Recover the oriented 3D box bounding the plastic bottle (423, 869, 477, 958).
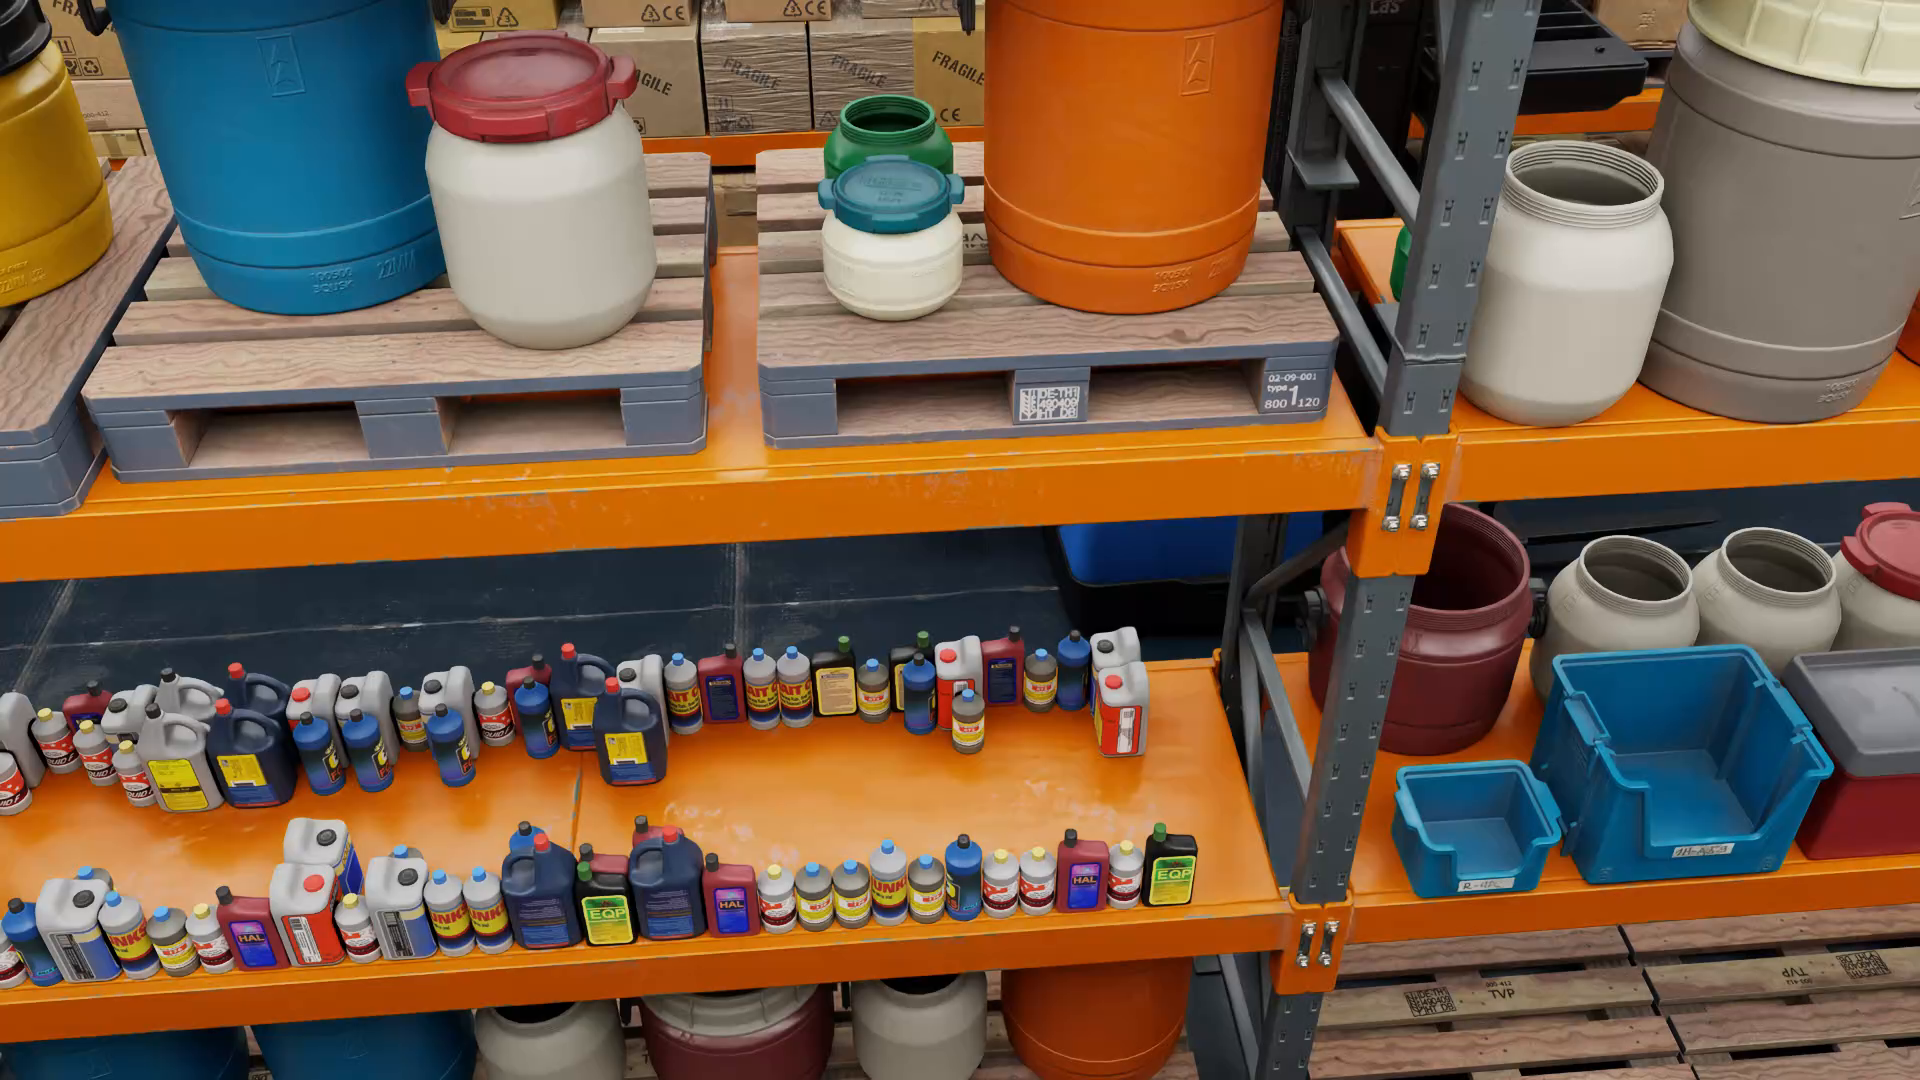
[{"bbox_3d":[-1.304,0.941,4.240,0.097,0.271,0.097,0,38,0],"label":"plastic bottle"}]

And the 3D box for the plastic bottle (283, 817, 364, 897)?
[{"bbox_3d":[-1.666,0.847,4.355,0.135,0.276,0.152,-3,38,-4],"label":"plastic bottle"}]

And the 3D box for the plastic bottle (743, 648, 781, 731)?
[{"bbox_3d":[-0.583,0.429,4.888,0.097,0.271,0.097,0,38,0],"label":"plastic bottle"}]

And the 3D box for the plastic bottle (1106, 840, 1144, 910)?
[{"bbox_3d":[0.433,0.873,4.383,0.097,0.201,0.097,0,38,0],"label":"plastic bottle"}]

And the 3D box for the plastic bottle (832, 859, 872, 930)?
[{"bbox_3d":[-0.282,0.912,4.333,0.097,0.201,0.097,0,38,0],"label":"plastic bottle"}]

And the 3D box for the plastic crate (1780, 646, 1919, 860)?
[{"bbox_3d":[2.551,0.589,4.530,0.583,0.464,0.402,-3,38,-4],"label":"plastic crate"}]

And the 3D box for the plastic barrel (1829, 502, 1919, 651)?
[{"bbox_3d":[2.765,0.222,4.937,0.433,0.535,0.433,0,38,0],"label":"plastic barrel"}]

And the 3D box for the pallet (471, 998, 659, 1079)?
[{"bbox_3d":[-1.079,1.743,5.371,1.213,0.211,1.003,-3,38,-4],"label":"pallet"}]

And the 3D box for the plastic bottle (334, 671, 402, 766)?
[{"bbox_3d":[-1.705,0.506,4.787,0.135,0.276,0.152,-3,38,-4],"label":"plastic bottle"}]

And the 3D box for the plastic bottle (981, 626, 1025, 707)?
[{"bbox_3d":[0.124,0.374,4.949,0.133,0.283,0.061,-3,38,-4],"label":"plastic bottle"}]

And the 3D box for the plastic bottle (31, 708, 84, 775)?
[{"bbox_3d":[-2.593,0.567,4.770,0.097,0.201,0.097,0,38,0],"label":"plastic bottle"}]

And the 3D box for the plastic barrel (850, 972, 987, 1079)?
[{"bbox_3d":[-0.126,1.449,5.161,0.421,0.512,0.421,0,38,0],"label":"plastic barrel"}]

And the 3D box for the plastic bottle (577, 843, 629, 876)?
[{"bbox_3d":[-0.911,0.888,4.297,0.133,0.283,0.061,-3,38,-4],"label":"plastic bottle"}]

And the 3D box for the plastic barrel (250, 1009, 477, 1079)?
[{"bbox_3d":[-1.821,1.334,4.992,0.708,0.901,0.600,-3,38,-4],"label":"plastic barrel"}]

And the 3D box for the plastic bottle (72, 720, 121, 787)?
[{"bbox_3d":[-2.454,0.597,4.732,0.097,0.201,0.097,0,38,0],"label":"plastic bottle"}]

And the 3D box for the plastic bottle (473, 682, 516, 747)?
[{"bbox_3d":[-1.361,0.499,4.856,0.097,0.201,0.097,0,38,0],"label":"plastic bottle"}]

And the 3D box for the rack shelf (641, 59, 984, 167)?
[{"bbox_3d":[-1.516,-2.150,8.634,4.000,0.370,1.077,-3,38,-4],"label":"rack shelf"}]

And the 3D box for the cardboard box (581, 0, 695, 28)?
[{"bbox_3d":[-1.571,-2.870,8.075,0.637,0.503,0.797,-2,38,-3],"label":"cardboard box"}]

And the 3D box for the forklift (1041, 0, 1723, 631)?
[{"bbox_3d":[1.907,-1.151,6.842,3.031,2.935,1.130,-5,39,-6],"label":"forklift"}]

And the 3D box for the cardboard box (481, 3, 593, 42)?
[{"bbox_3d":[-2.029,-2.288,8.147,0.500,0.500,0.500,-4,38,-5],"label":"cardboard box"}]

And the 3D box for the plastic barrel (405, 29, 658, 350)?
[{"bbox_3d":[-0.838,-0.691,3.334,0.433,0.535,0.433,0,38,0],"label":"plastic barrel"}]

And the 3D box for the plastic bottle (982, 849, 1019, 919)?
[{"bbox_3d":[0.106,0.891,4.360,0.097,0.201,0.097,0,38,0],"label":"plastic bottle"}]

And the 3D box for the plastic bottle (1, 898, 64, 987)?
[{"bbox_3d":[-2.323,0.997,4.169,0.097,0.271,0.097,0,38,0],"label":"plastic bottle"}]

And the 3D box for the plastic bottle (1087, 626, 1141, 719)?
[{"bbox_3d":[0.455,0.387,4.938,0.135,0.276,0.152,-3,38,-4],"label":"plastic bottle"}]

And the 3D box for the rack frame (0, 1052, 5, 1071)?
[{"bbox_3d":[-3.070,0.734,4.399,0.127,3.000,1.000,-3,38,-4],"label":"rack frame"}]

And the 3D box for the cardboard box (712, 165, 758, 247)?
[{"bbox_3d":[-1.102,-1.803,8.990,0.875,0.875,1.225,-3,38,-4],"label":"cardboard box"}]

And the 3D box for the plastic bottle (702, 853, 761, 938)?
[{"bbox_3d":[-0.589,0.908,4.272,0.133,0.283,0.061,-3,38,-4],"label":"plastic bottle"}]

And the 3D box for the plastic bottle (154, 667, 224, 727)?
[{"bbox_3d":[-2.183,0.501,4.734,0.185,0.351,0.144,-3,38,-4],"label":"plastic bottle"}]

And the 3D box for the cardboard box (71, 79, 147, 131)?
[{"bbox_3d":[-3.925,-2.194,7.990,0.500,0.250,0.500,-4,38,-5],"label":"cardboard box"}]

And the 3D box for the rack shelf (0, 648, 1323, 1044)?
[{"bbox_3d":[-1.077,0.906,4.761,4.000,0.370,1.077,-3,38,-4],"label":"rack shelf"}]

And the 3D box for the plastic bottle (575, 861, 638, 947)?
[{"bbox_3d":[-0.906,0.925,4.250,0.133,0.283,0.061,-3,38,-4],"label":"plastic bottle"}]

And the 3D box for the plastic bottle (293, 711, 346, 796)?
[{"bbox_3d":[-1.810,0.591,4.683,0.097,0.271,0.097,0,38,0],"label":"plastic bottle"}]

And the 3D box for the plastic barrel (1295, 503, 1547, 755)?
[{"bbox_3d":[1.350,0.248,4.904,0.708,0.536,0.600,-3,38,-4],"label":"plastic barrel"}]

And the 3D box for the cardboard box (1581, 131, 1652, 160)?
[{"bbox_3d":[3.847,-1.932,9.440,0.500,0.500,0.700,-6,39,-7],"label":"cardboard box"}]

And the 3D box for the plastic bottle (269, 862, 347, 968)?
[{"bbox_3d":[-1.653,0.941,4.236,0.135,0.276,0.152,-3,38,-4],"label":"plastic bottle"}]

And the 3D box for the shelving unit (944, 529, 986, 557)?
[{"bbox_3d":[0.014,-0.472,7.379,0.189,1.200,0.258,-3,38,-4],"label":"shelving unit"}]

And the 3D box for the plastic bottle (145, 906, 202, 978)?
[{"bbox_3d":[-1.995,1.006,4.213,0.097,0.201,0.097,0,38,0],"label":"plastic bottle"}]

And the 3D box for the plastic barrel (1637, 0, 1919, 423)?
[{"bbox_3d":[1.752,-0.771,3.480,0.600,0.901,0.600,0,38,0],"label":"plastic barrel"}]

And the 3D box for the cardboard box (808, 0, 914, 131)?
[{"bbox_3d":[-0.491,-2.377,8.261,0.500,0.500,0.500,-3,38,-4],"label":"cardboard box"}]

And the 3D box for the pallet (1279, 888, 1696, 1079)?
[{"bbox_3d":[1.690,1.590,5.564,1.213,0.211,1.003,-3,38,-4],"label":"pallet"}]

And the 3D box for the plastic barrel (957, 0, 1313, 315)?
[{"bbox_3d":[0.349,-0.968,3.447,0.708,0.830,0.600,-3,38,-4],"label":"plastic barrel"}]

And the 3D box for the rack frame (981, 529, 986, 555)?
[{"bbox_3d":[0.106,-0.477,7.386,0.006,1.200,0.240,-3,38,-4],"label":"rack frame"}]

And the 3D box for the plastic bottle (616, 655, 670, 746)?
[{"bbox_3d":[-0.926,0.463,4.842,0.135,0.276,0.152,-3,38,-4],"label":"plastic bottle"}]

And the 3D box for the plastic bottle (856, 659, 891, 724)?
[{"bbox_3d":[-0.257,0.439,4.933,0.097,0.201,0.097,0,38,0],"label":"plastic bottle"}]

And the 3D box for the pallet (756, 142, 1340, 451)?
[{"bbox_3d":[0.144,-0.608,3.830,1.213,0.211,1.003,-3,38,-4],"label":"pallet"}]

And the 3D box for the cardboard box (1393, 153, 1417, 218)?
[{"bbox_3d":[2.257,-1.856,9.344,0.500,0.500,0.700,0,38,0],"label":"cardboard box"}]

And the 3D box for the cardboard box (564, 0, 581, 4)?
[{"bbox_3d":[-2.053,-2.612,8.558,0.500,0.500,0.500,-4,38,-5],"label":"cardboard box"}]

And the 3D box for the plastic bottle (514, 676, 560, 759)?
[{"bbox_3d":[-1.223,0.502,4.796,0.097,0.271,0.097,0,38,0],"label":"plastic bottle"}]

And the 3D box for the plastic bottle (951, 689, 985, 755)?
[{"bbox_3d":[0.024,0.518,4.833,0.097,0.201,0.097,0,38,0],"label":"plastic bottle"}]
